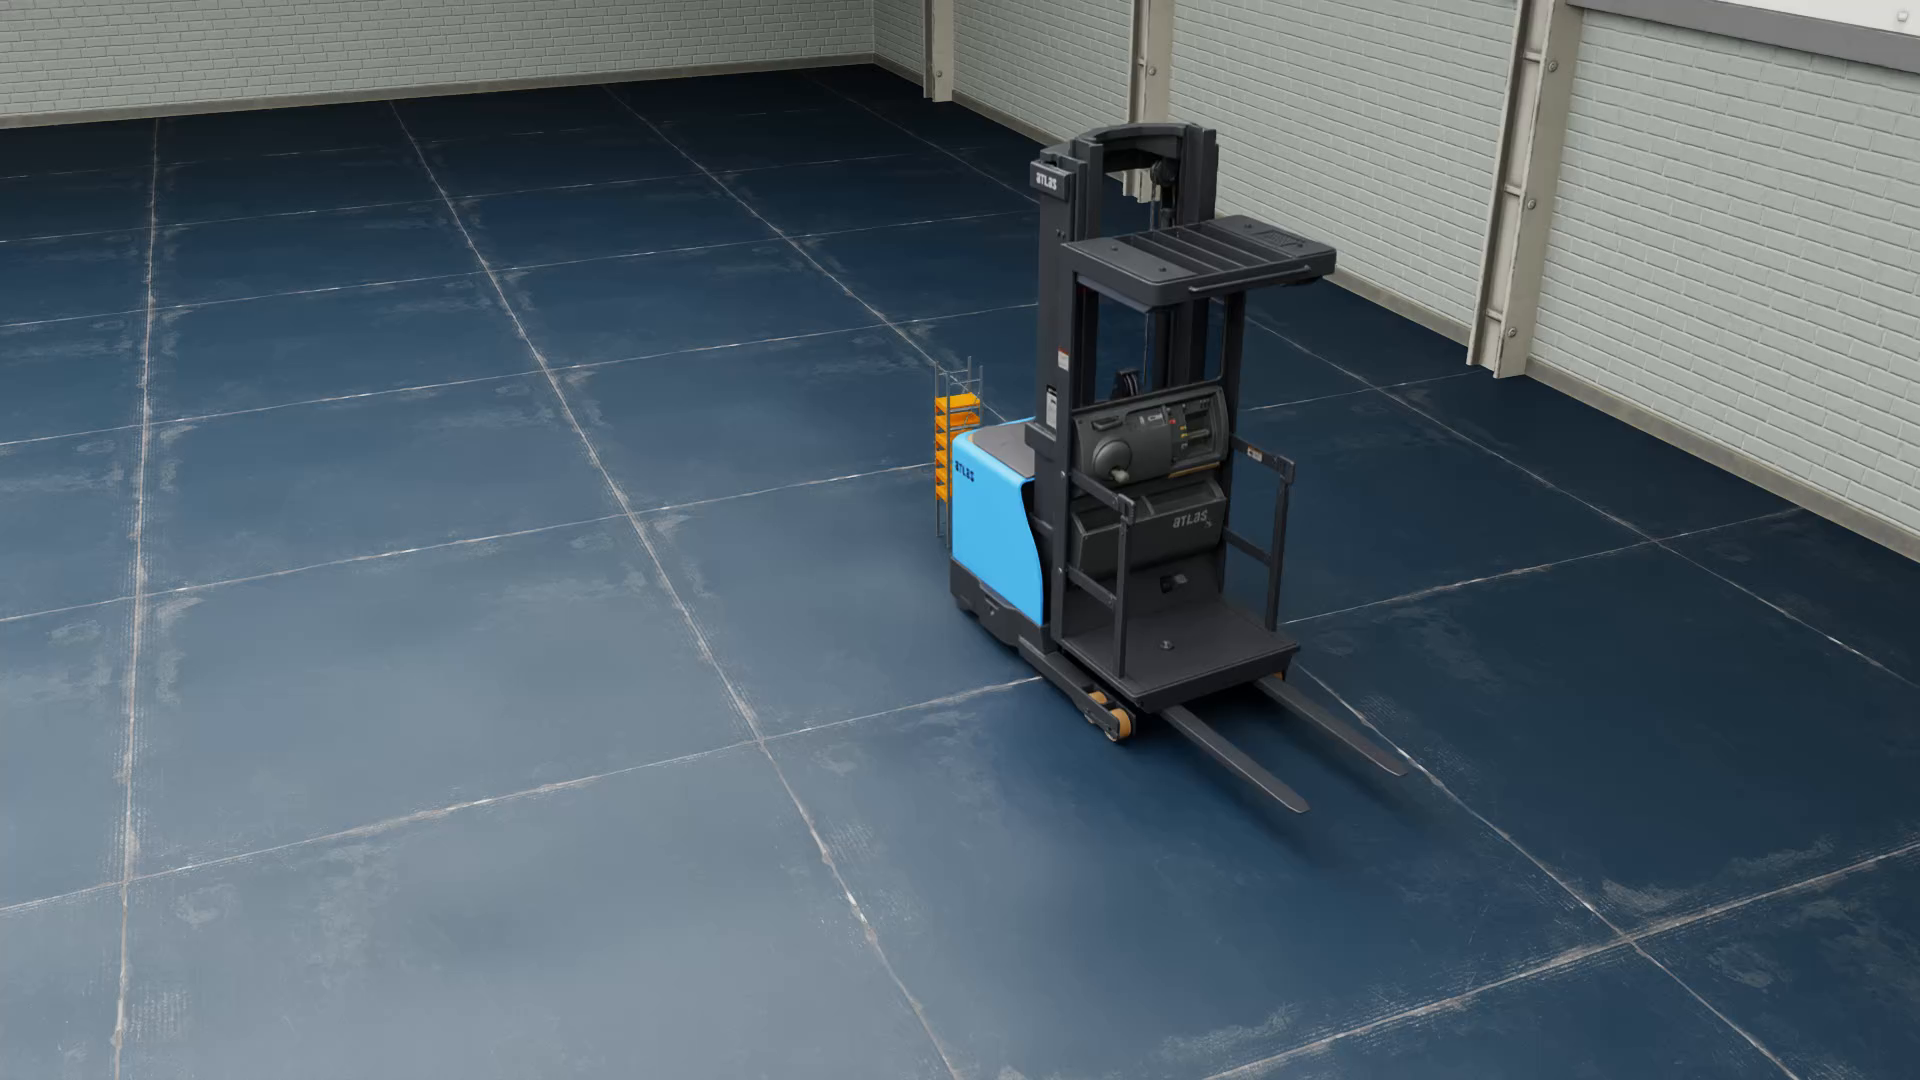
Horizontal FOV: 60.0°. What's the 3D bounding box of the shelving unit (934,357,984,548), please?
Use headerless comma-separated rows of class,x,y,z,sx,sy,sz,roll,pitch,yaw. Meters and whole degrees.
shelving unit,-0.006,-0.545,10.499,0.258,1.200,0.189,-11,28,-21

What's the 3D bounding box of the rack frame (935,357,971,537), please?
rack frame,-0.042,-0.582,10.574,0.240,1.200,0.006,-11,28,-21

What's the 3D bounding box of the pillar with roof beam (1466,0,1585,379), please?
pillar with roof beam,0.437,-4.712,10.143,9.100,9.000,0.400,-11,28,-21

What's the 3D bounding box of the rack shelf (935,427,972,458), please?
rack shelf,-0.006,-0.613,10.466,0.258,0.103,0.180,-11,28,-21

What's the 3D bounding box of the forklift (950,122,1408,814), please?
forklift,1.108,-0.506,8.445,1.130,2.935,3.031,-14,29,-26

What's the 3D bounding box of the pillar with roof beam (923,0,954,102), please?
pillar with roof beam,-4.263,-9.556,20.066,9.100,9.000,0.400,-11,28,-21

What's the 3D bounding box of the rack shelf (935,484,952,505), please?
rack shelf,-0.006,-0.289,10.624,0.258,0.103,0.180,-11,28,-21

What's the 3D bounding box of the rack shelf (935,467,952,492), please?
rack shelf,-0.006,-0.397,10.571,0.258,0.103,0.180,-11,28,-21

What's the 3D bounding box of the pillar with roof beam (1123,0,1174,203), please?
pillar with roof beam,-1.913,-7.134,15.104,9.100,9.000,0.400,-11,28,-21

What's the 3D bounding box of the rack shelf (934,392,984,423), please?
rack shelf,-0.006,-0.829,10.360,0.258,0.103,0.180,-11,28,-21

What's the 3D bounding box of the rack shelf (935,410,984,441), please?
rack shelf,-0.006,-0.721,10.413,0.258,0.103,0.180,-11,28,-21

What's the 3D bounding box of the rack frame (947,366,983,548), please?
rack frame,0.030,-0.508,10.423,0.240,1.200,0.006,-11,28,-21

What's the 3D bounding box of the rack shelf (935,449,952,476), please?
rack shelf,-0.006,-0.505,10.518,0.258,0.103,0.180,-11,28,-21
